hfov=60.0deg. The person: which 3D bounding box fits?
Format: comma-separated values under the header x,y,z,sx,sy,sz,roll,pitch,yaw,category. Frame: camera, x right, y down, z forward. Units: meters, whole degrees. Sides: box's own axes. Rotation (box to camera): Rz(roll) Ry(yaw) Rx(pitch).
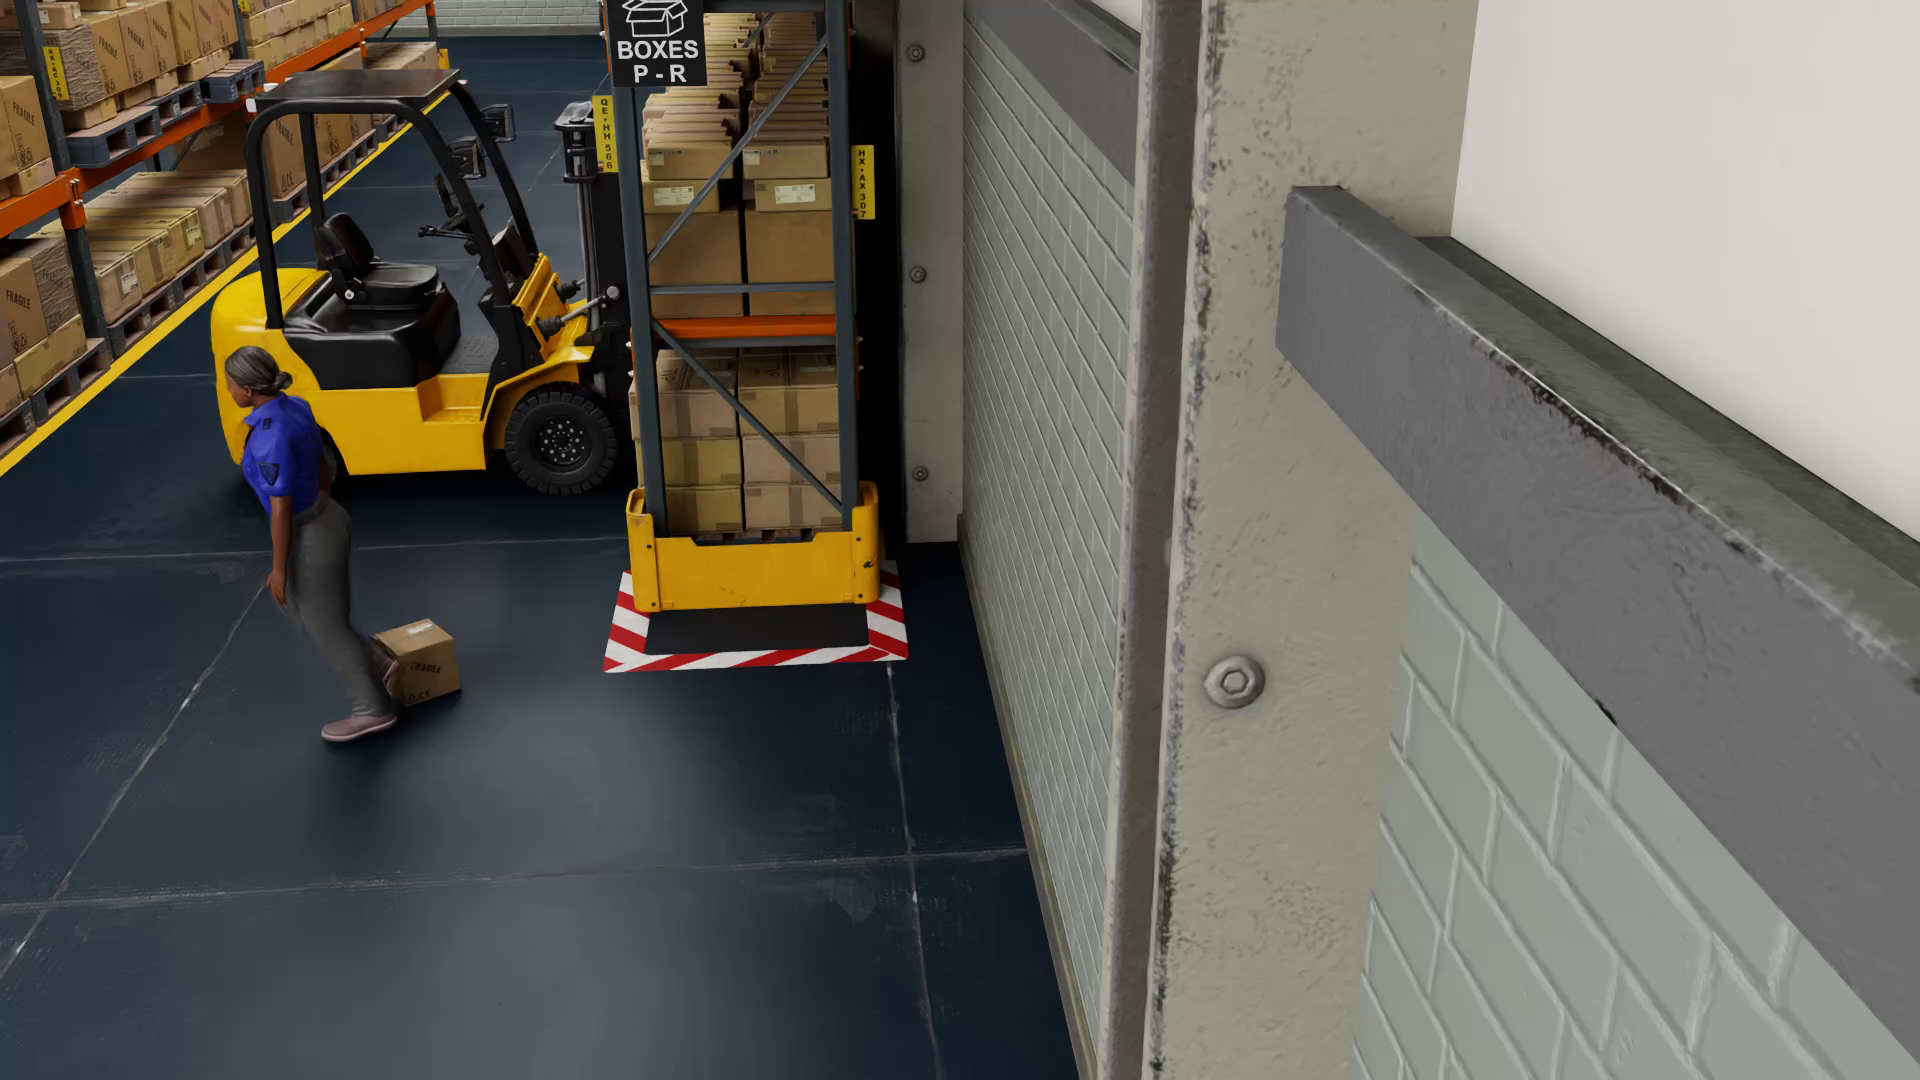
x,y,z,sx,sy,sz,roll,pitch,yaw,category
-2.526,0.017,6.527,0.448,1.655,0.482,-5,24,-11,person
